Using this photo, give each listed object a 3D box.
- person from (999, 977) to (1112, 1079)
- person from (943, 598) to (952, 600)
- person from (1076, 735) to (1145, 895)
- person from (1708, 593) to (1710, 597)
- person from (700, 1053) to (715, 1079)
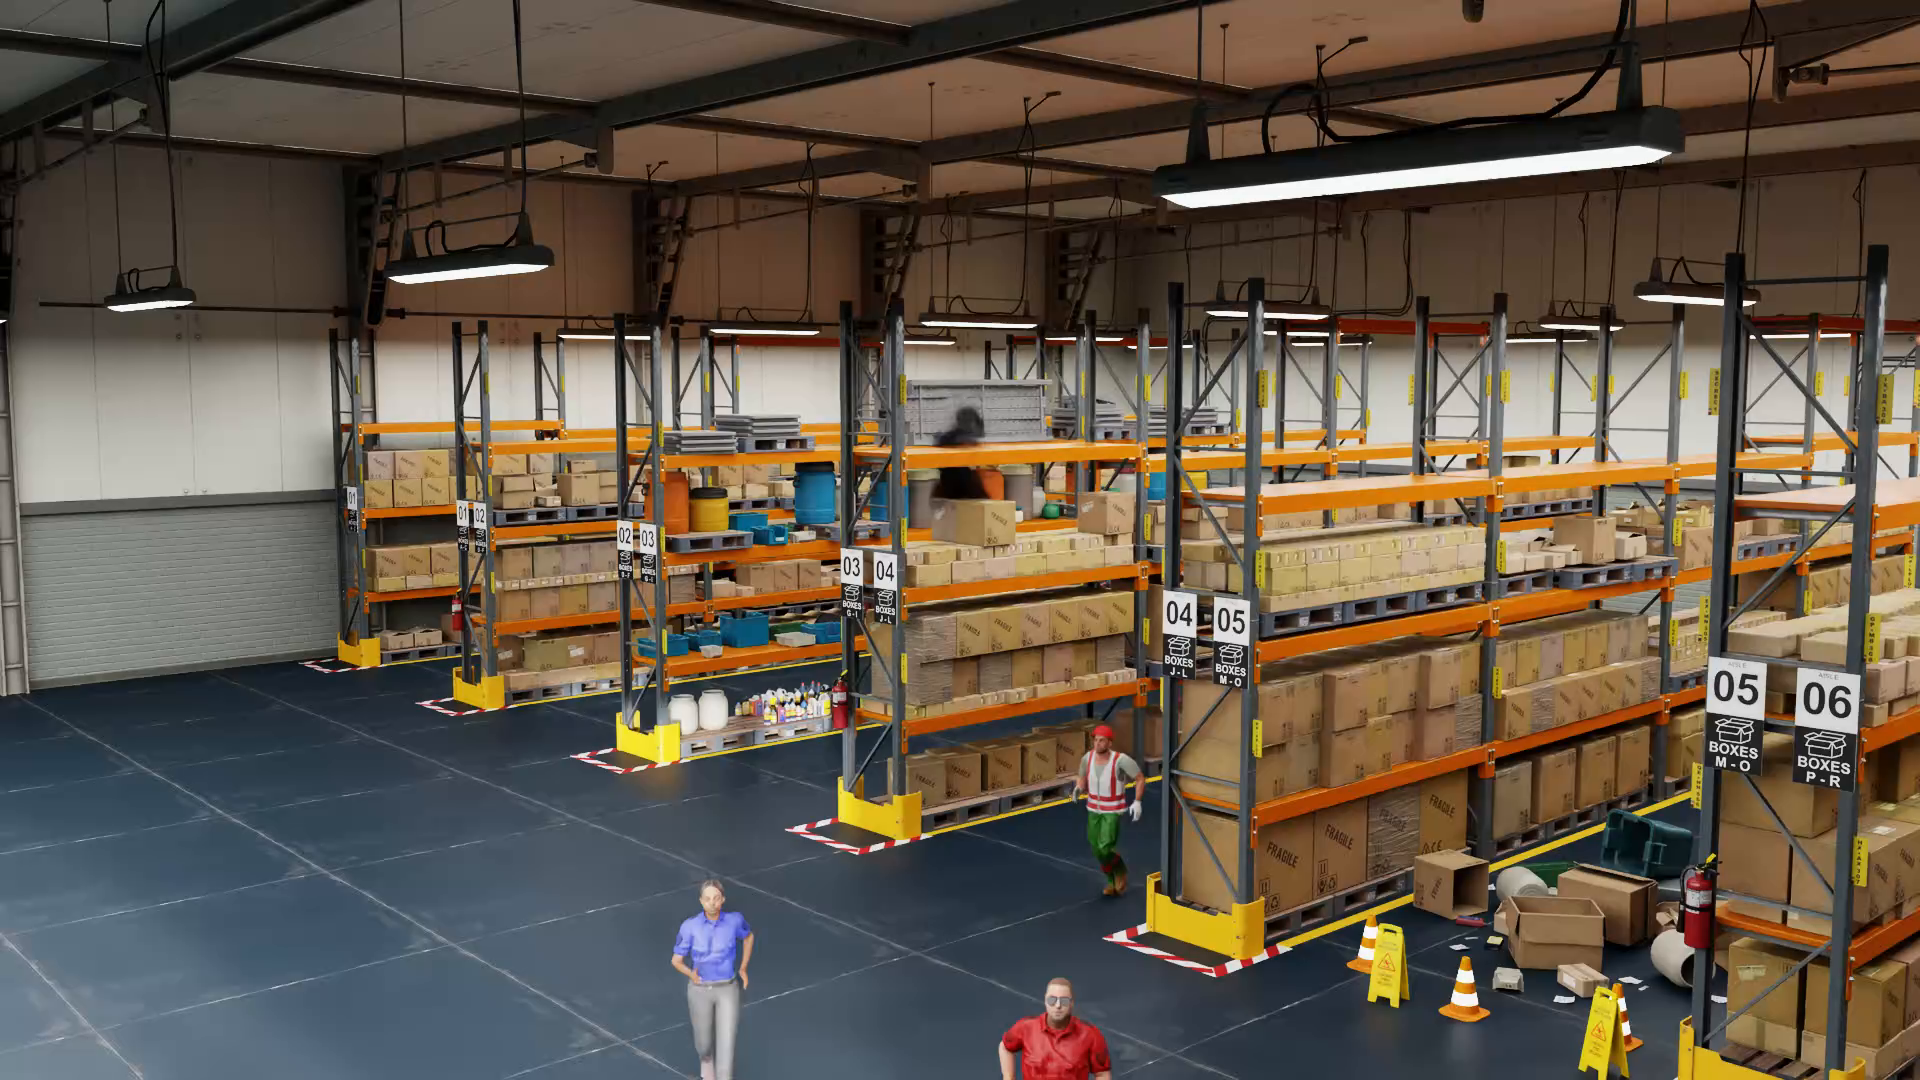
[{"bbox_3d":[0.547,3.377,9.550,0.646,1.719,0.677,0,6,1],"label":"person"},{"bbox_3d":[1.695,1.486,29.331,3.232,1.563,3.361,5,8,41],"label":"person"},{"bbox_3d":[1.436,2.702,16.407,0.674,1.680,0.602,4,7,36],"label":"person"},{"bbox_3d":[11.753,1.686,26.026,0.926,1.788,0.683,-5,8,-41],"label":"person"},{"bbox_3d":[-1.727,3.814,11.699,0.209,0.395,0.920,-1,6,-10],"label":"person"}]
